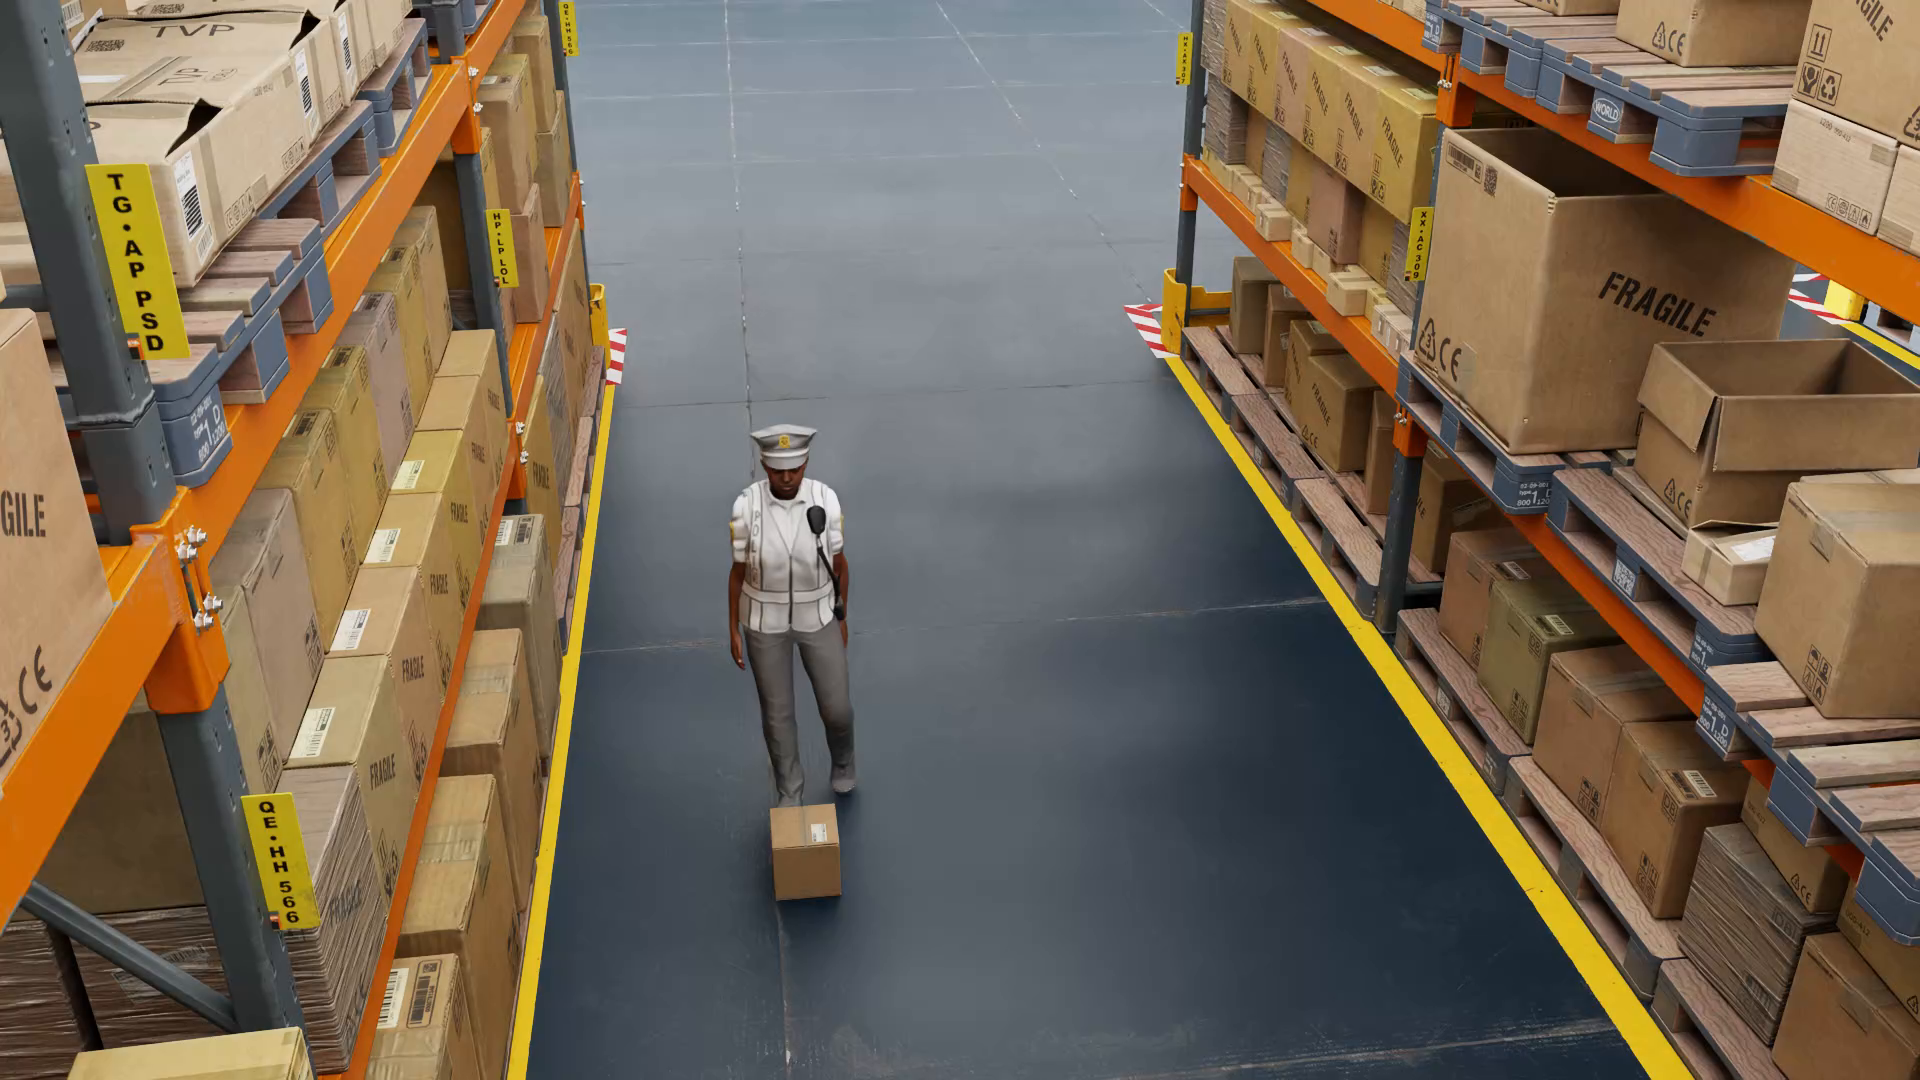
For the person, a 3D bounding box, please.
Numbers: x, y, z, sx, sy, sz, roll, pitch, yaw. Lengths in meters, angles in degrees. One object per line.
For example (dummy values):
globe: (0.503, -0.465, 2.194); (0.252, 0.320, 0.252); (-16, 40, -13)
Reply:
person: (-0.655, 0.344, 6.467); (0.481, 1.713, 0.495); (-4, 28, -7)
